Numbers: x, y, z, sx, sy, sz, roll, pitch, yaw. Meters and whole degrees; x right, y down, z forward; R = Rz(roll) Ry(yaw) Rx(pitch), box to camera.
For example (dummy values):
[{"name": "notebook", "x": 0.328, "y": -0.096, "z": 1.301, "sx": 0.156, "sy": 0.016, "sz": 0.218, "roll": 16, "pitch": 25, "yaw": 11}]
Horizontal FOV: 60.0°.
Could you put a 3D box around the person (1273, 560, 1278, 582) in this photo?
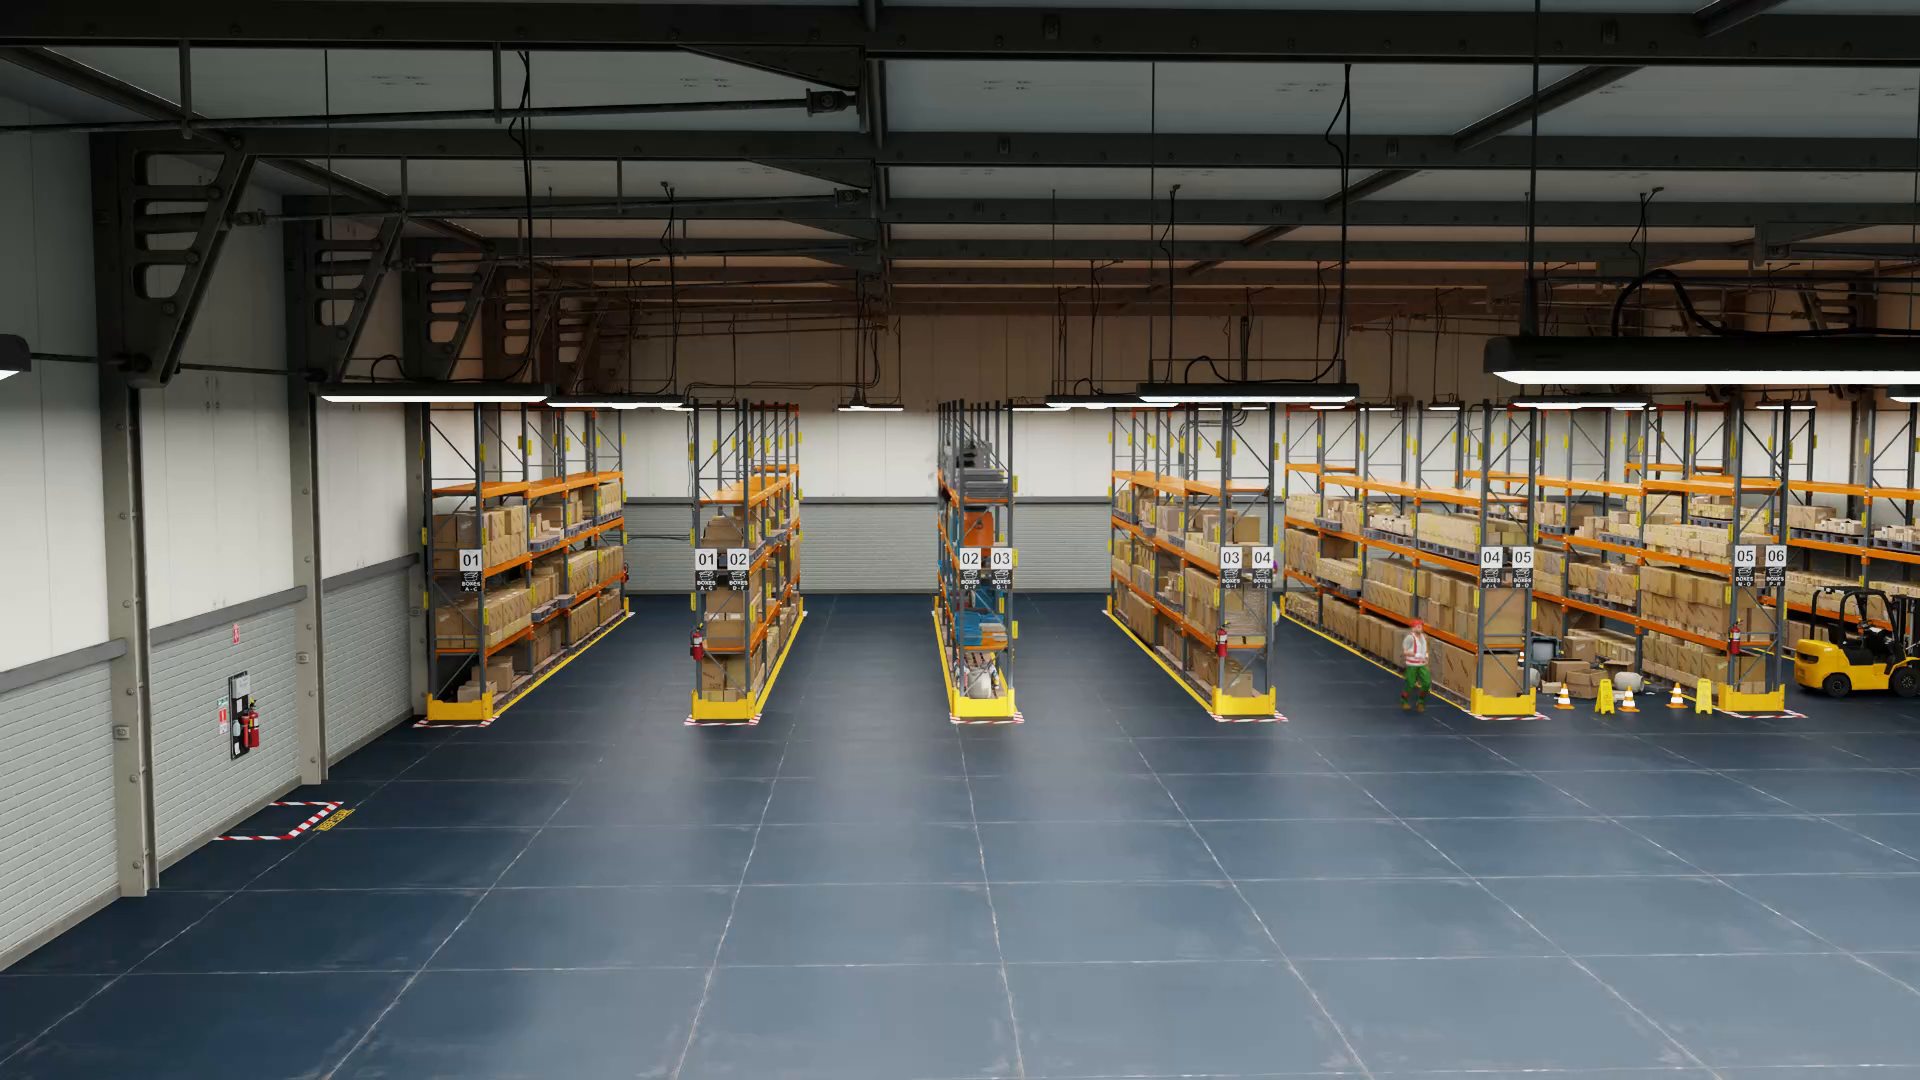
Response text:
[{"name": "person", "x": 8.966, "y": 1.156, "z": 48.909, "sx": 0.792, "sy": 1.697, "sz": 0.948, "roll": -2, "pitch": 5, "yaw": -19}]

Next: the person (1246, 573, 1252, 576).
[{"name": "person", "x": 8.245, "y": 1.215, "z": 48.017, "sx": 0.658, "sy": 1.711, "sz": 0.614, "roll": 3, "pitch": 5, "yaw": 35}]

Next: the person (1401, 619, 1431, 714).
[{"name": "person", "x": 8.737, "y": 2.436, "z": 31.786, "sx": 0.672, "sy": 1.851, "sz": 0.742, "roll": -2, "pitch": 5, "yaw": -22}]

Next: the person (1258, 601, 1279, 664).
[{"name": "person", "x": 7.073, "y": 1.989, "z": 38.300, "sx": 0.627, "sy": 1.763, "sz": 0.729, "roll": 0, "pitch": 4, "yaw": -5}]
